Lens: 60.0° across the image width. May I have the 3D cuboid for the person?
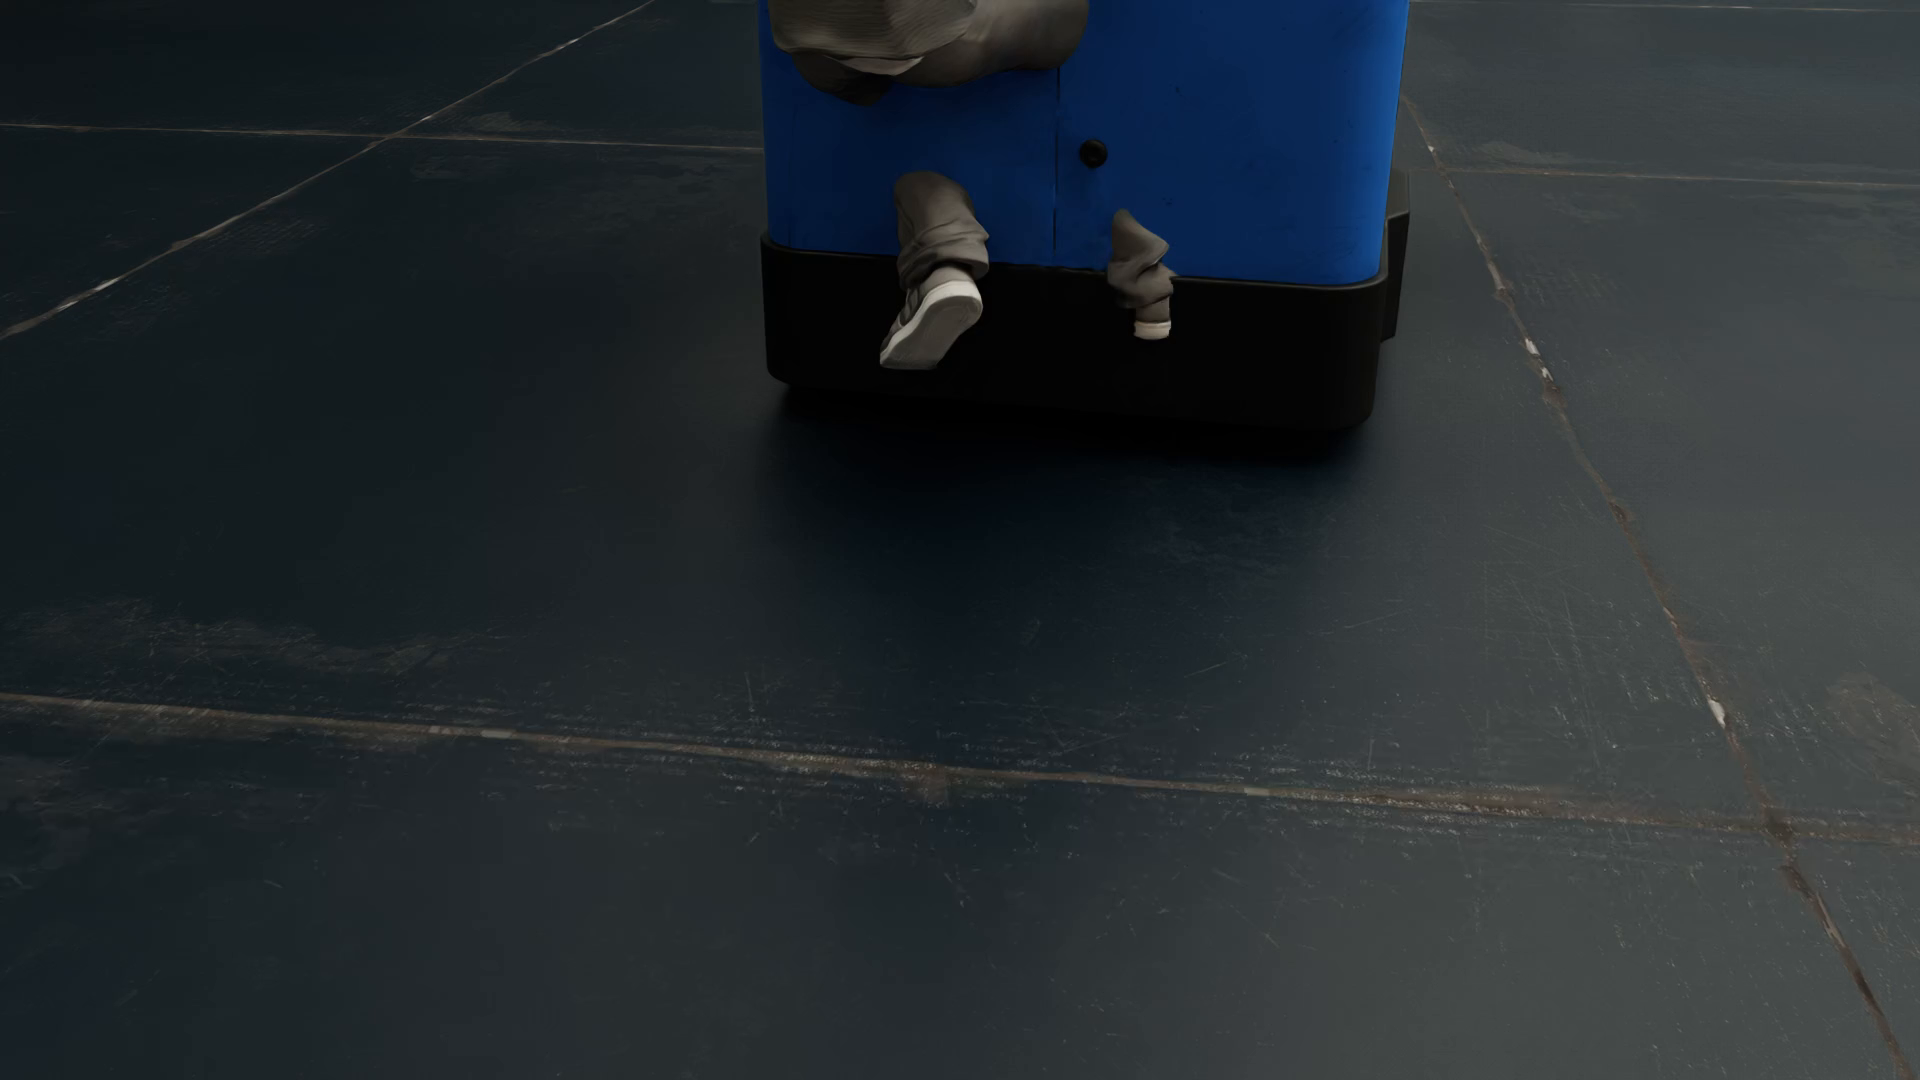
[{"bbox_3d":[0.040,-0.902,2.497,0.664,1.313,0.592,13,29,25],"label":"person"}]

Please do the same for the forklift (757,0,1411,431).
[{"bbox_3d":[0.490,-2.125,3.477,1.130,2.935,3.031,6,27,12],"label":"forklift"}]
